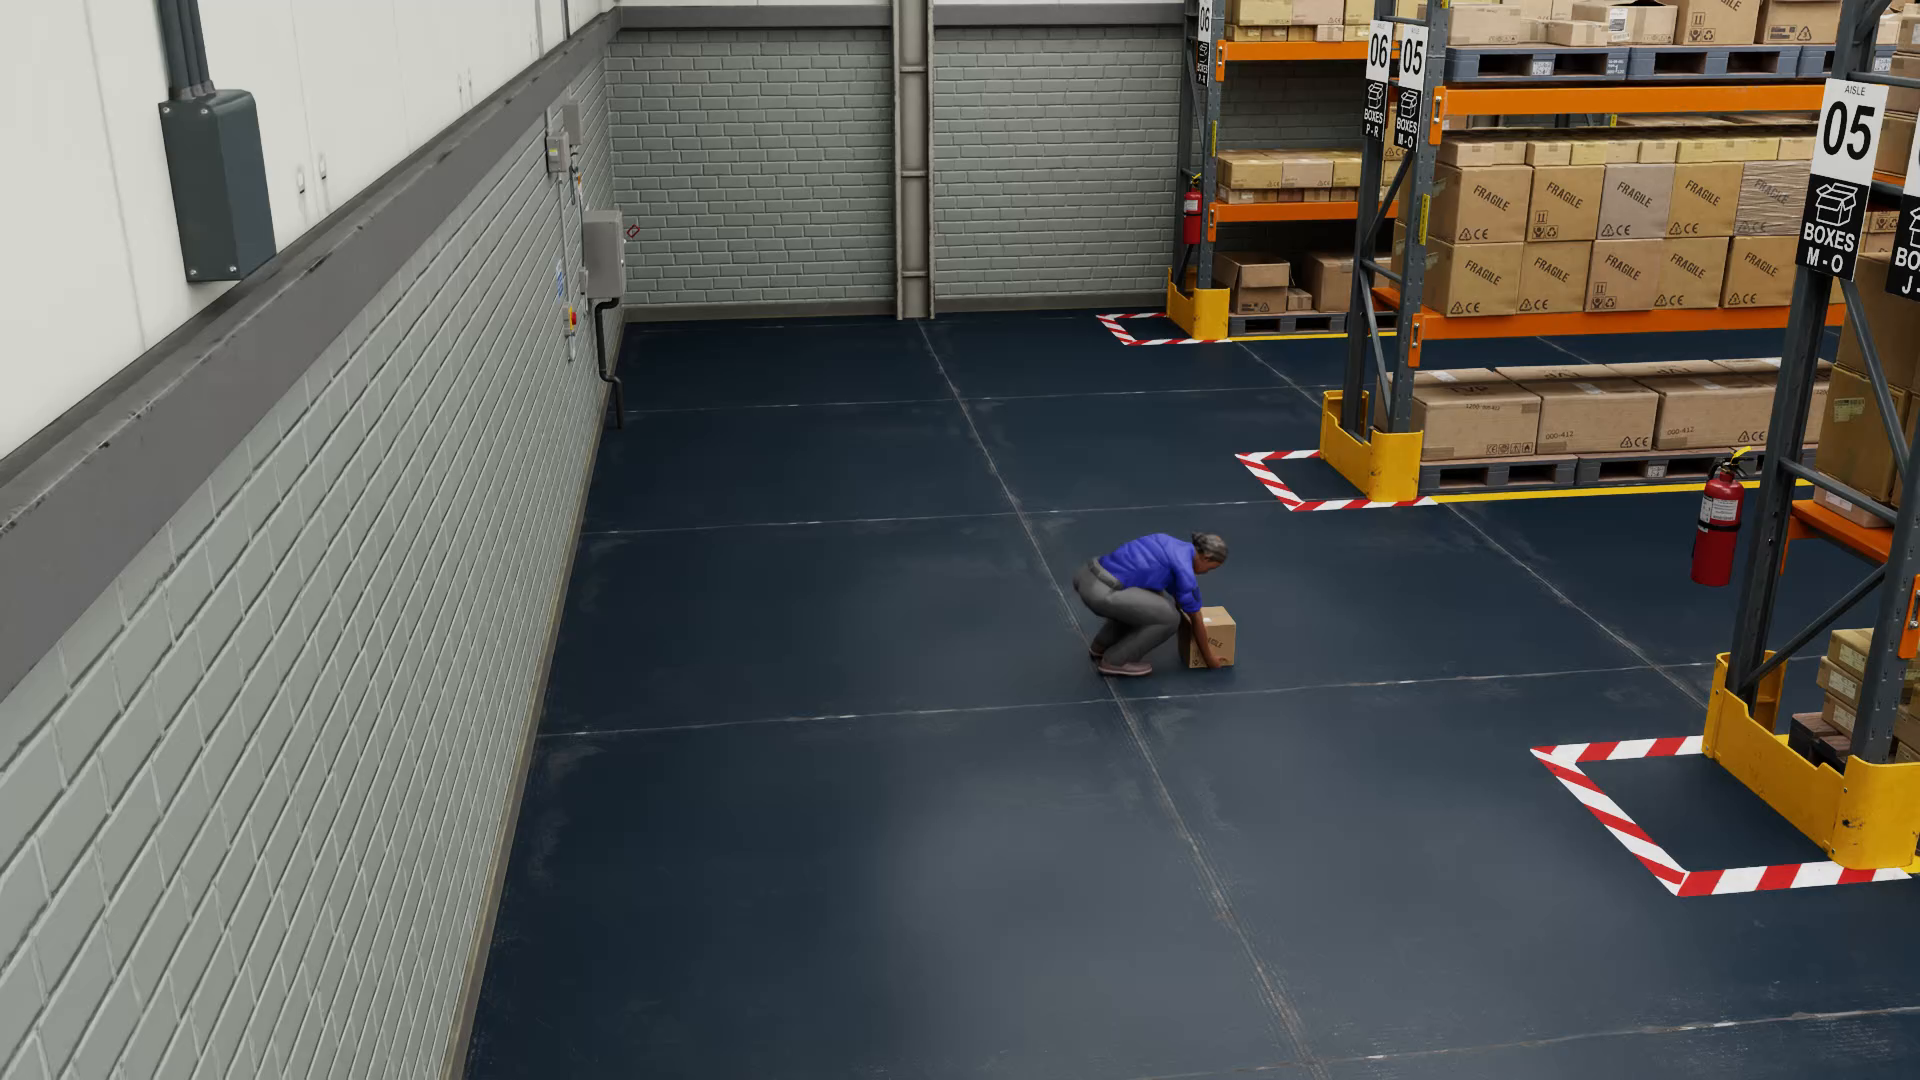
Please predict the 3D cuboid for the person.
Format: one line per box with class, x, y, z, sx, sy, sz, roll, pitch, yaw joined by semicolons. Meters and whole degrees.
person;1.035;0.336;9.036;0.858;0.746;0.458;-3;20;-9
